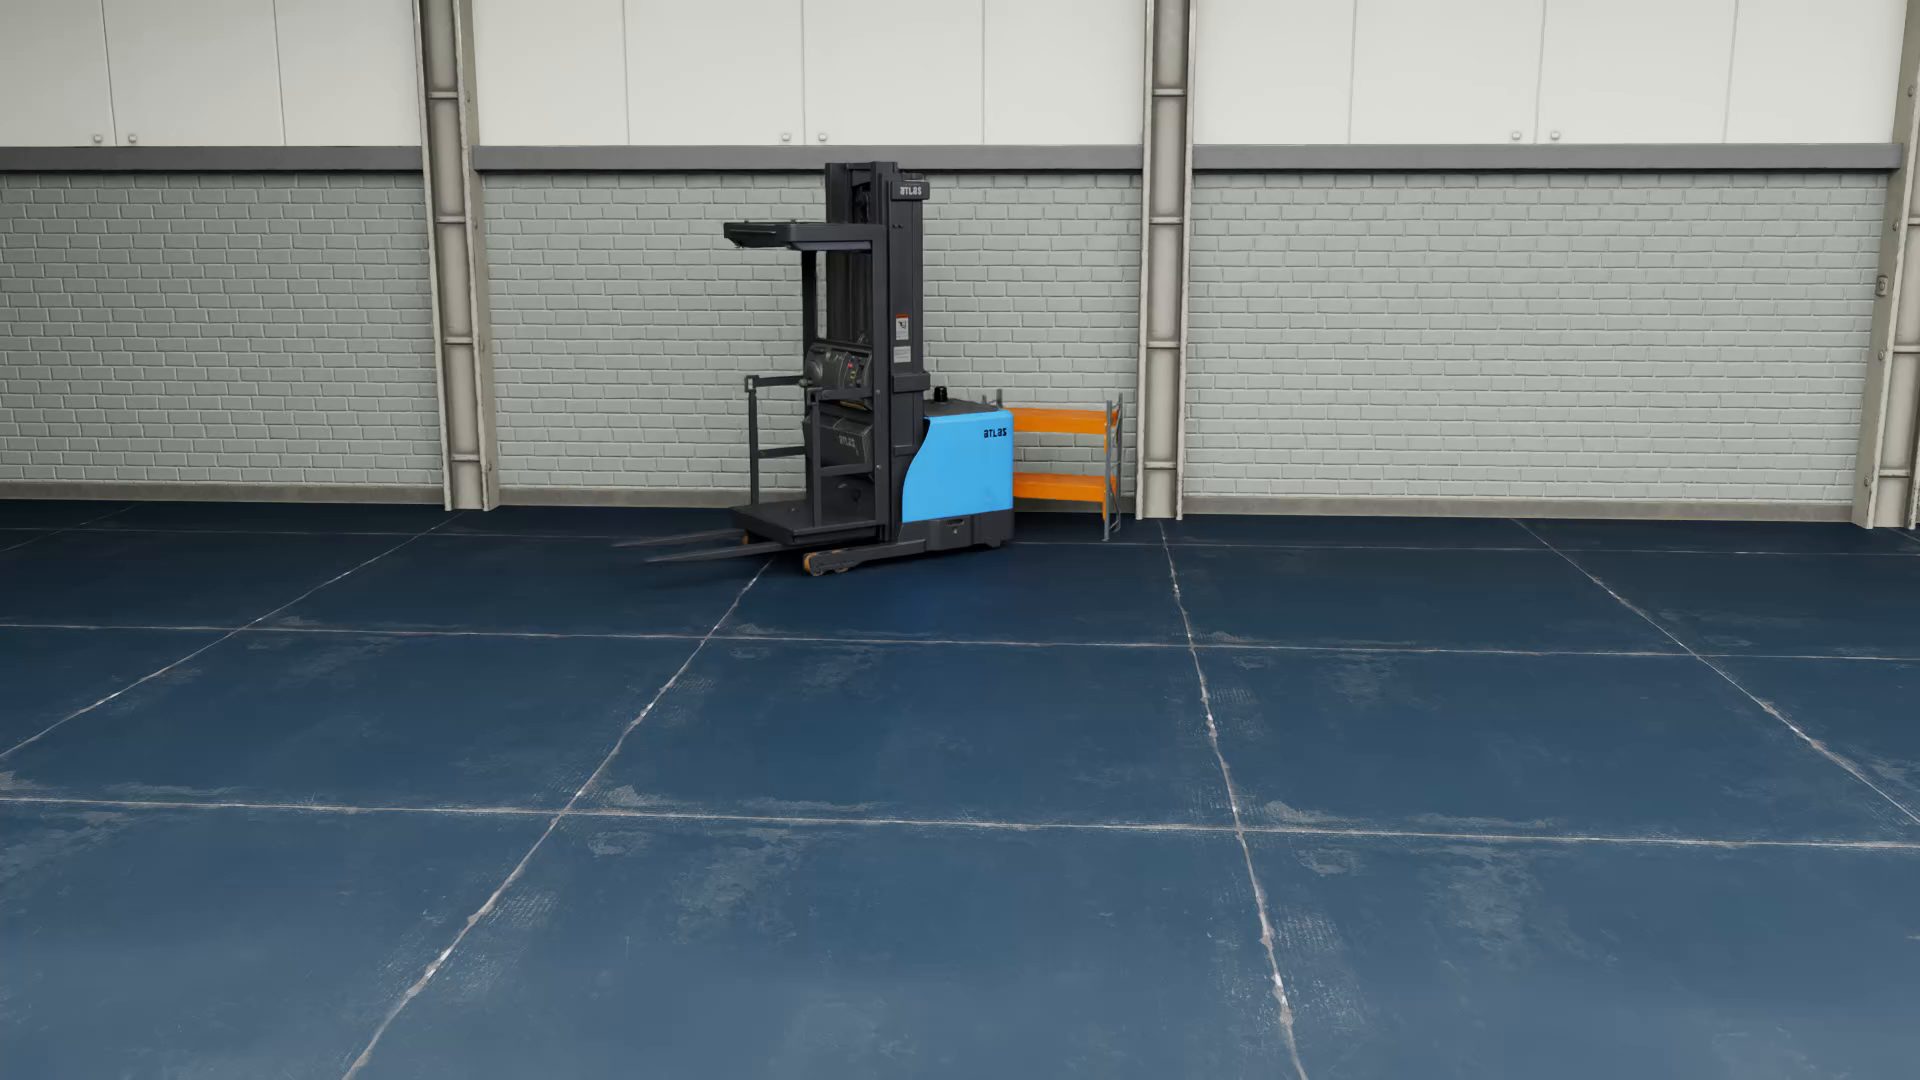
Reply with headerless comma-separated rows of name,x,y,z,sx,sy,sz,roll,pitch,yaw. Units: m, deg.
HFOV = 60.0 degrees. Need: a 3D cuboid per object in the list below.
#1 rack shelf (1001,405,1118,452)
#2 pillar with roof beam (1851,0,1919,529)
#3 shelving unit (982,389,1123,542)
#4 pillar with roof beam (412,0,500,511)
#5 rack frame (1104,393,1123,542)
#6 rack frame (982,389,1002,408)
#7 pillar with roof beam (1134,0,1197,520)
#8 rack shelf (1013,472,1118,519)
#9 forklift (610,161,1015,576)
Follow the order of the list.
rack shelf,0.746,-0.905,13.418,1.000,0.278,0.538,4,12,17
pillar with roof beam,7.397,-3.649,8.732,0.400,9.000,9.100,1,12,4
shelving unit,0.746,-0.618,13.477,1.048,1.125,0.538,4,12,17
pillar with roof beam,-4.577,-3.813,9.517,0.400,9.000,9.100,1,12,4
rack frame,1.233,-0.588,13.333,0.032,1.125,0.500,4,12,17
rack frame,0.260,-0.649,13.622,0.032,1.125,0.500,4,12,17
pillar with roof beam,1.410,-3.731,9.125,0.400,9.000,9.100,1,12,4
rack shelf,0.746,-0.379,13.528,1.000,0.278,0.538,4,12,17
forklift,-1.083,-1.297,12.309,3.031,2.935,1.130,-8,14,-33
